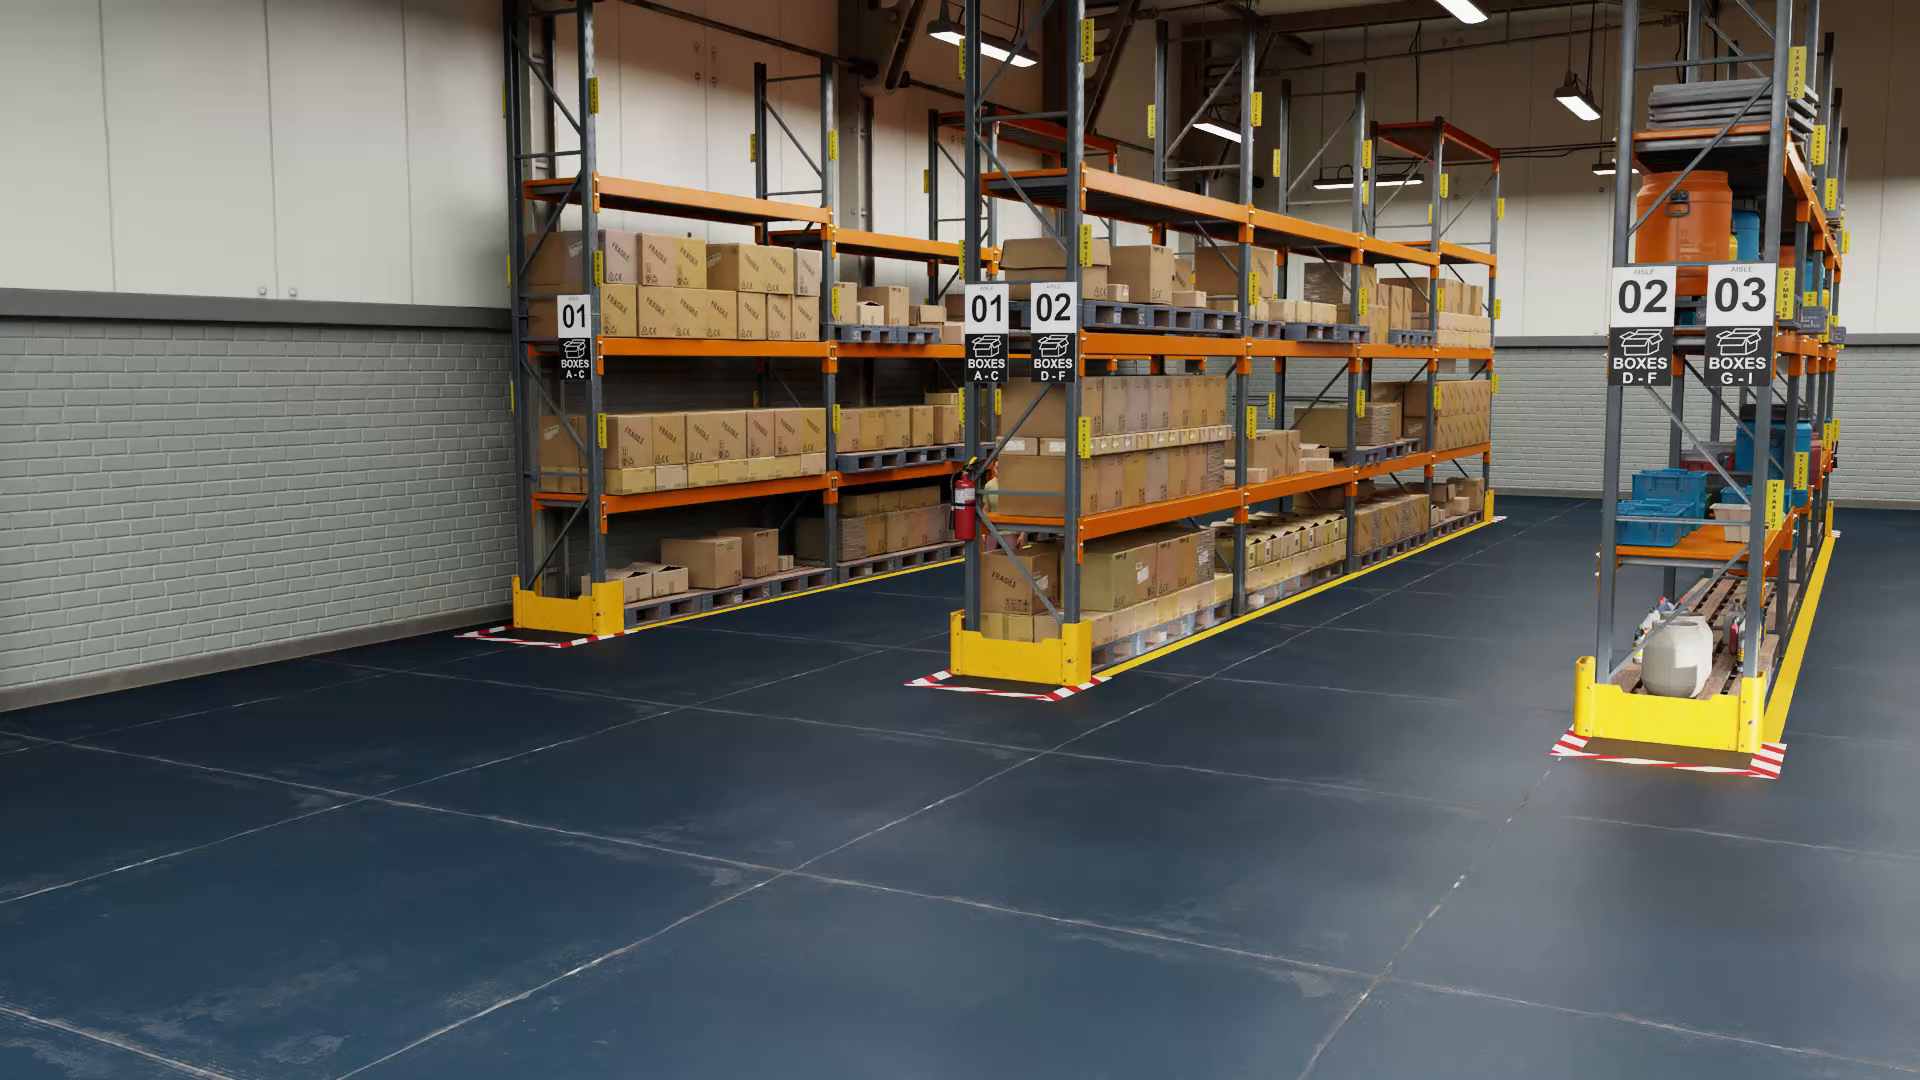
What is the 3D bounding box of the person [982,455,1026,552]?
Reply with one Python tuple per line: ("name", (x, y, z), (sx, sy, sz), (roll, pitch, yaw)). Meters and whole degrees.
("person", (0.423, -0.034, 16.654), (0.522, 1.673, 0.354), (3, 7, 25))
